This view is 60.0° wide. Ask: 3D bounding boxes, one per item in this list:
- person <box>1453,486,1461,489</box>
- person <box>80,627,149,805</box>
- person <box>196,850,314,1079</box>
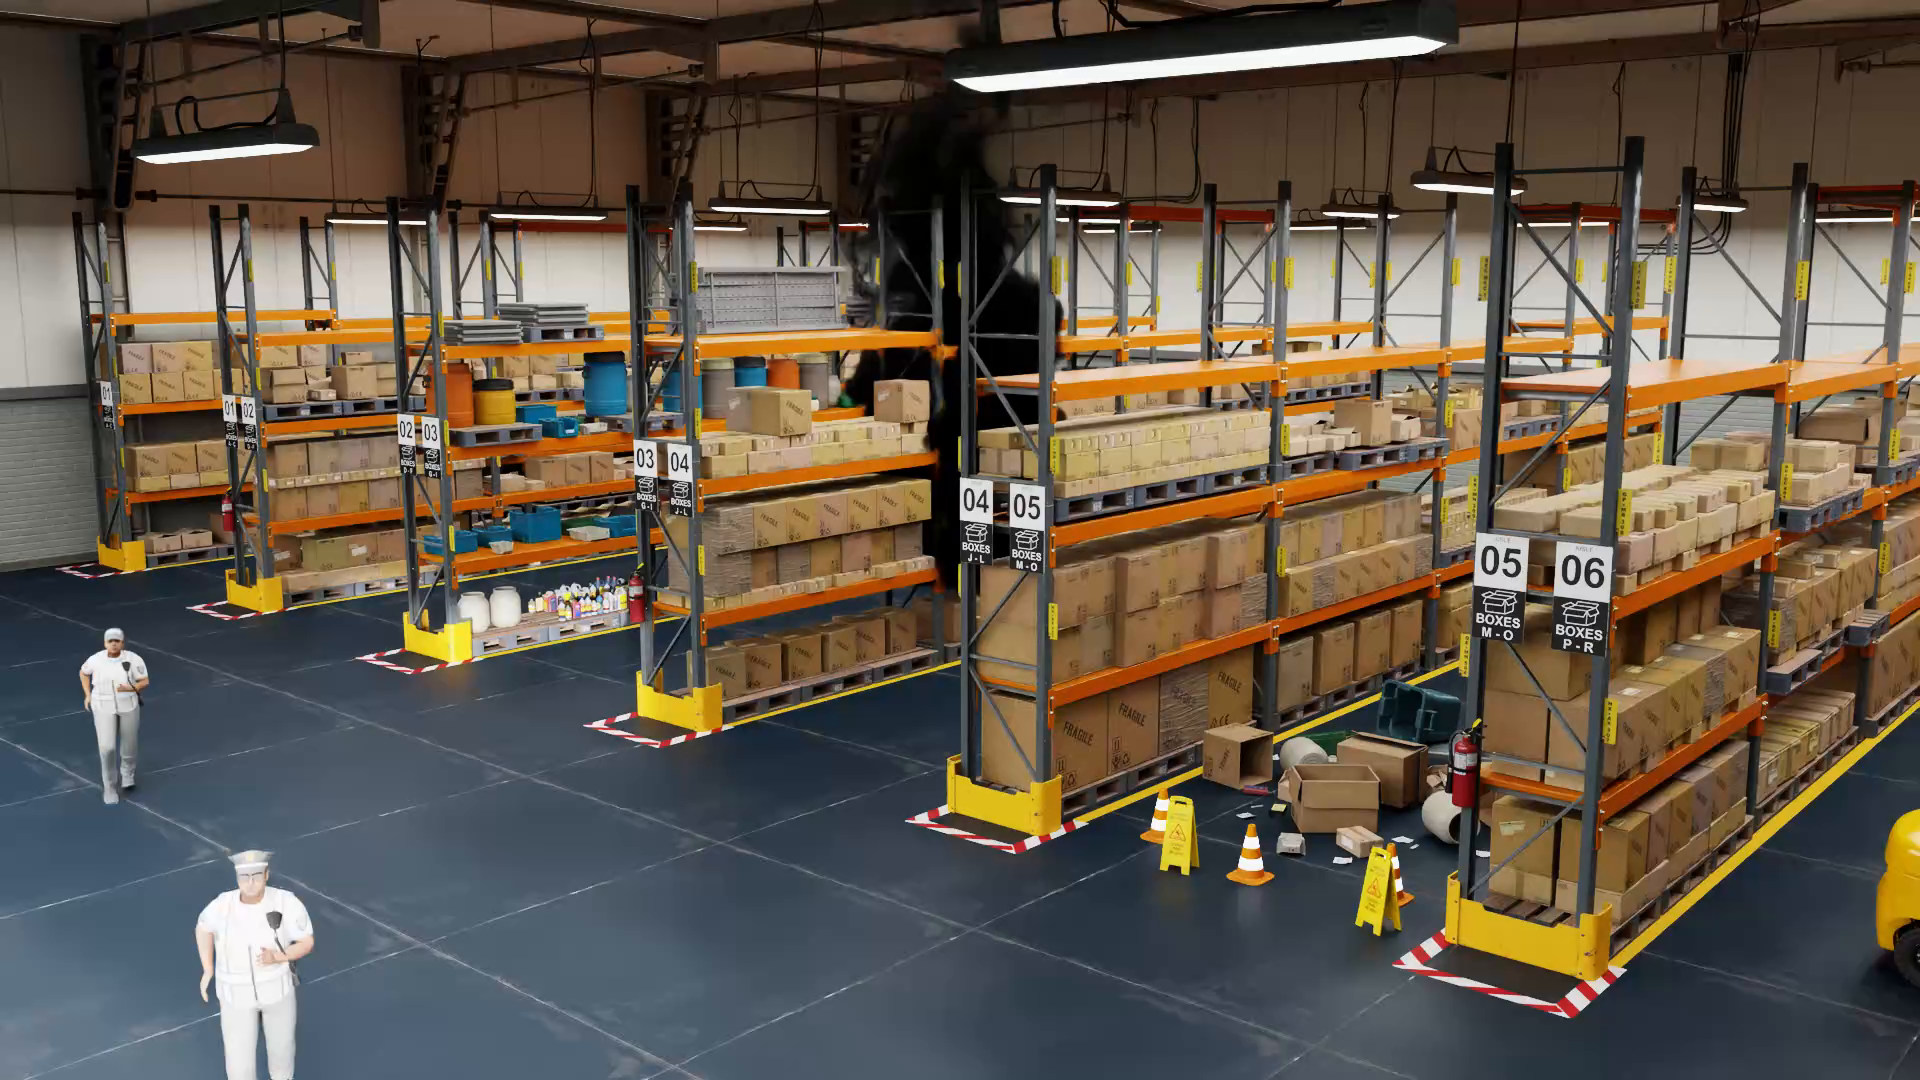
[{"bbox_3d":[7.995,-0.064,26.702,0.708,1.618,0.584,-9,13,-43],"label":"person"},{"bbox_3d":[-8.187,1.691,16.167,0.587,1.709,0.664,-5,11,-29],"label":"person"},{"bbox_3d":[-4.128,2.687,9.795,0.640,1.839,0.837,-4,10,-23],"label":"person"}]
